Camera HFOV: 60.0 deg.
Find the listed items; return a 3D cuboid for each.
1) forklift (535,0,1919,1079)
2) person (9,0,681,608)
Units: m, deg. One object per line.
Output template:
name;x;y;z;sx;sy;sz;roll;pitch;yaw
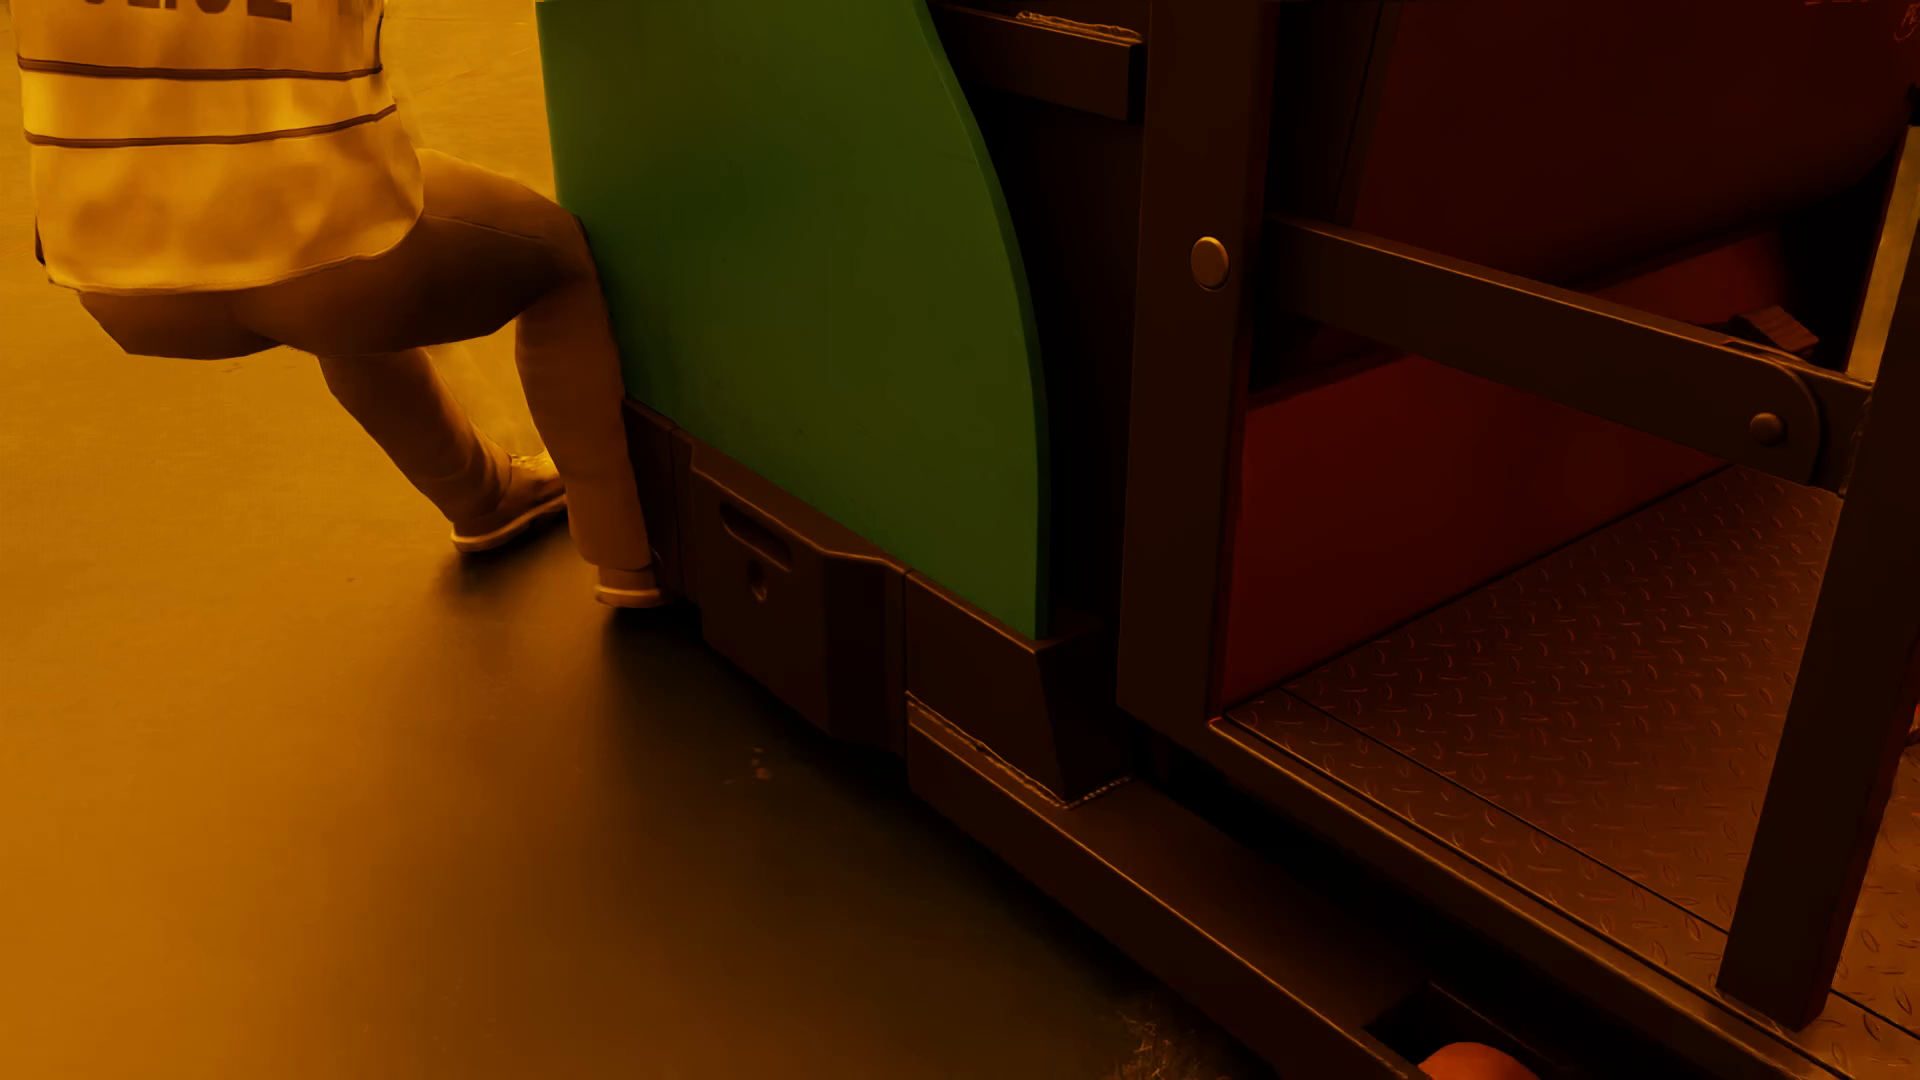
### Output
forklift;0.755;-0.915;1.059;1.130;2.935;3.031;-20;33;-34
person;-0.882;-0.457;1.968;1.125;1.383;0.895;-1;27;-1
